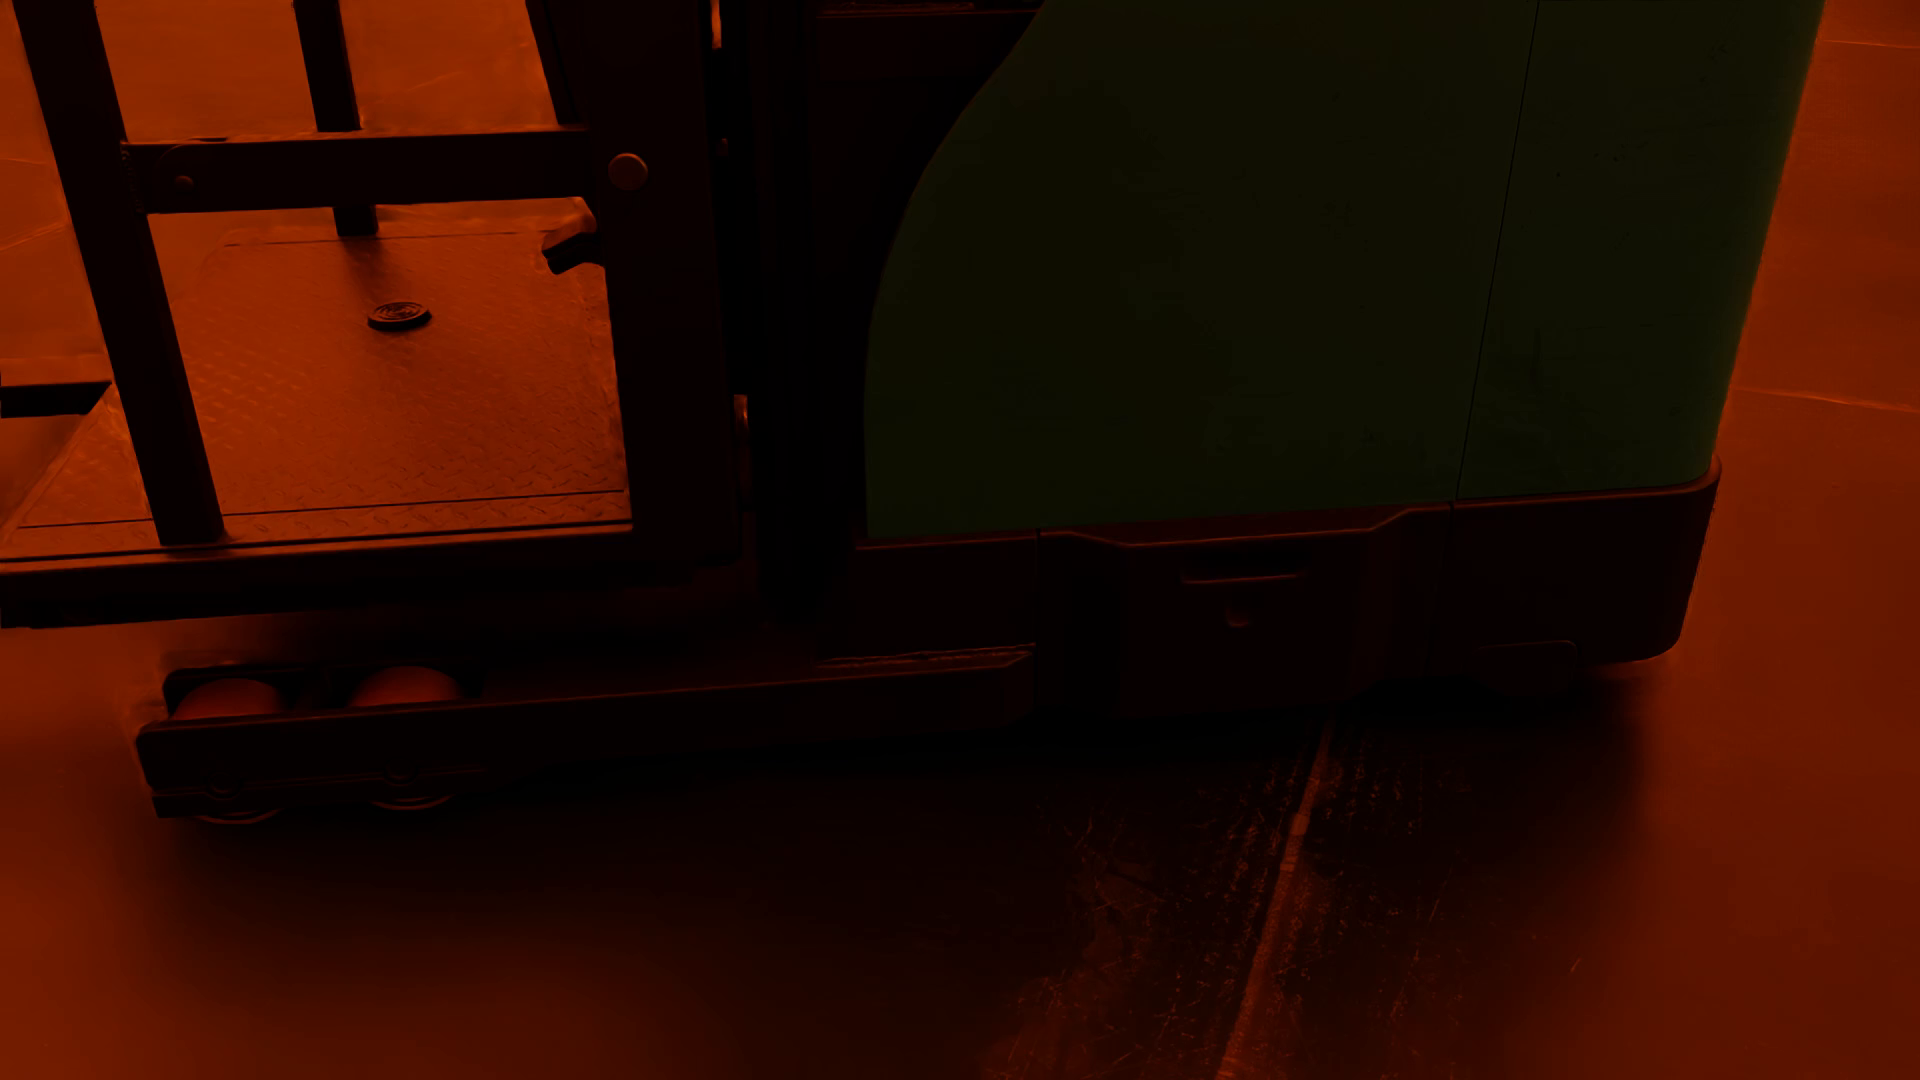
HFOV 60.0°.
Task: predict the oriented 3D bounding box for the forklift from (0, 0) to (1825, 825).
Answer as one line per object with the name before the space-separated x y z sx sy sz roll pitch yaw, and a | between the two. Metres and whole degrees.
forklift | -0.622 -1.224 1.687 3.031 2.935 1.130 -4 30 -7
